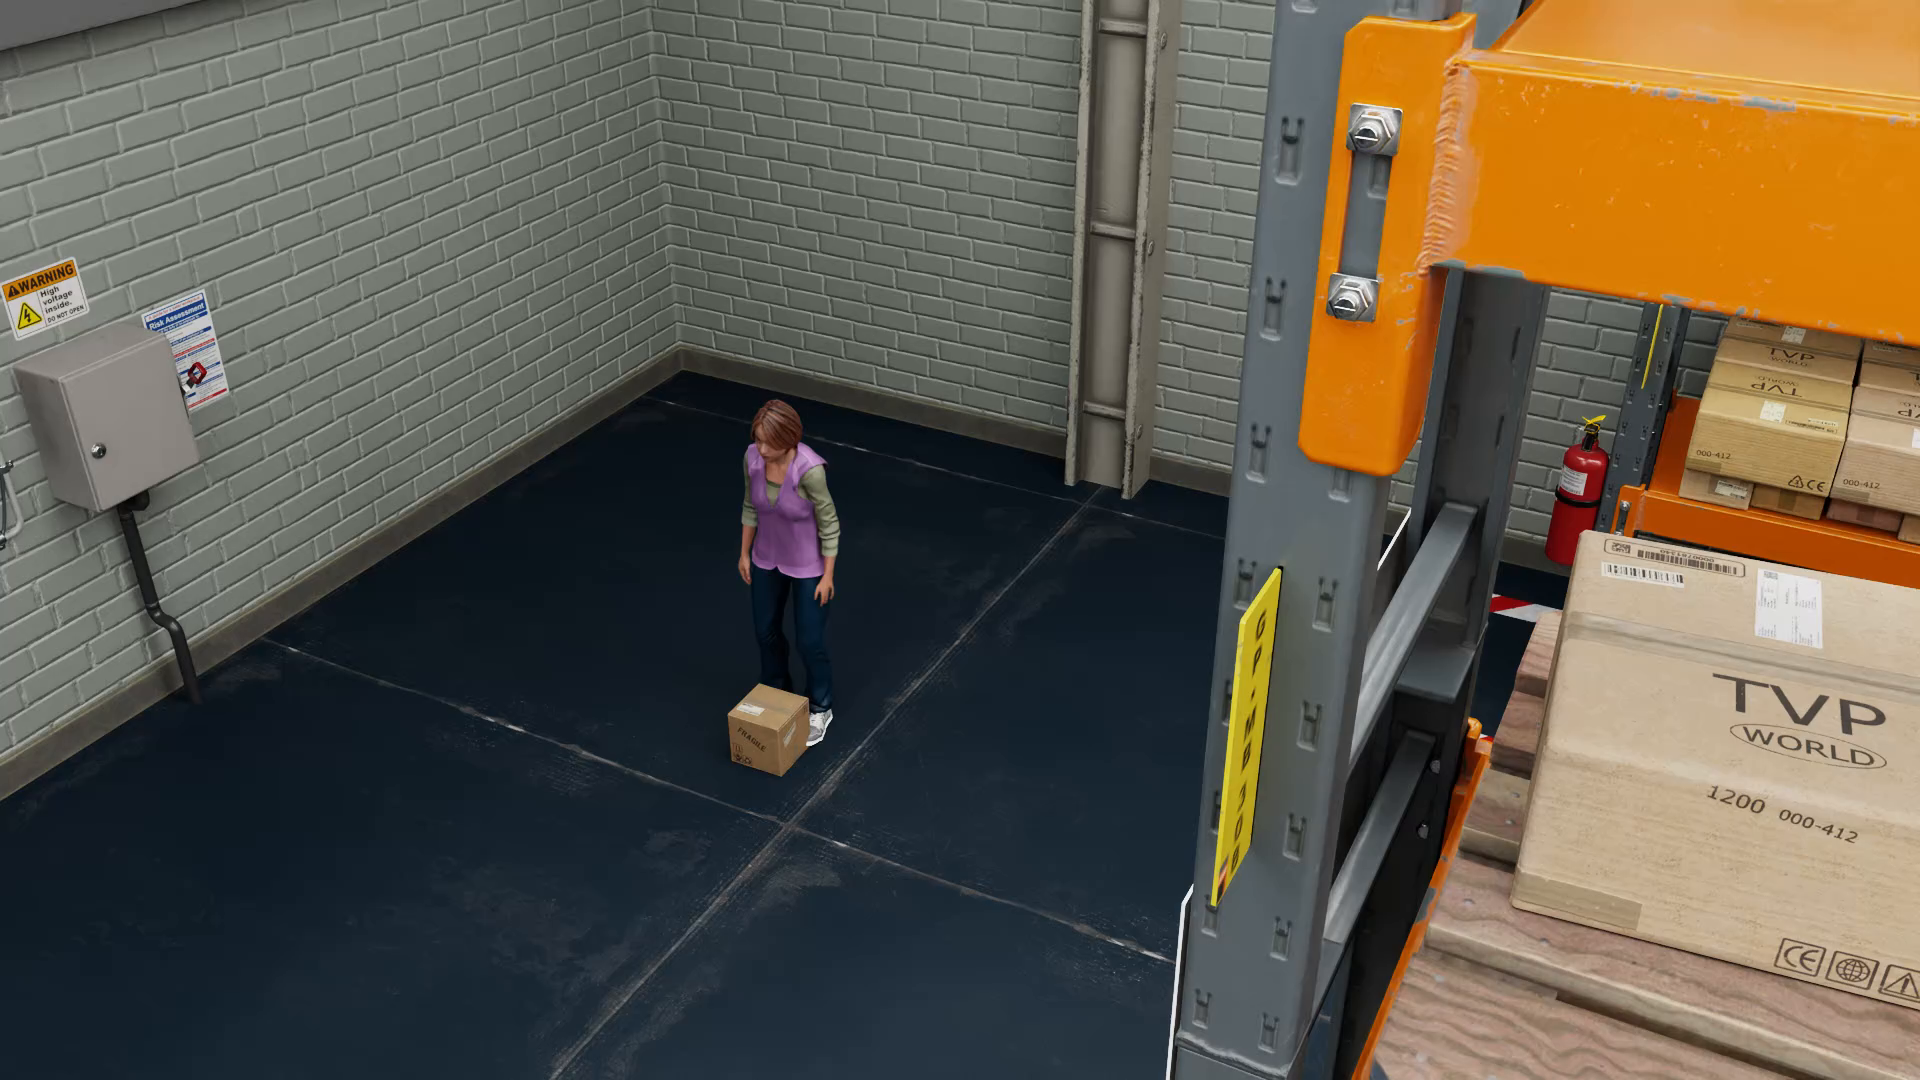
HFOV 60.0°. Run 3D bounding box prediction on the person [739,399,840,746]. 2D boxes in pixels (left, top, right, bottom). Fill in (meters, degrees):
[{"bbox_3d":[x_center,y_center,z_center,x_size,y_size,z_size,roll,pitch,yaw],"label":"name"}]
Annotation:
[{"bbox_3d":[-0.711,0.120,6.938,0.465,1.592,0.347,14,33,23],"label":"person"}]
